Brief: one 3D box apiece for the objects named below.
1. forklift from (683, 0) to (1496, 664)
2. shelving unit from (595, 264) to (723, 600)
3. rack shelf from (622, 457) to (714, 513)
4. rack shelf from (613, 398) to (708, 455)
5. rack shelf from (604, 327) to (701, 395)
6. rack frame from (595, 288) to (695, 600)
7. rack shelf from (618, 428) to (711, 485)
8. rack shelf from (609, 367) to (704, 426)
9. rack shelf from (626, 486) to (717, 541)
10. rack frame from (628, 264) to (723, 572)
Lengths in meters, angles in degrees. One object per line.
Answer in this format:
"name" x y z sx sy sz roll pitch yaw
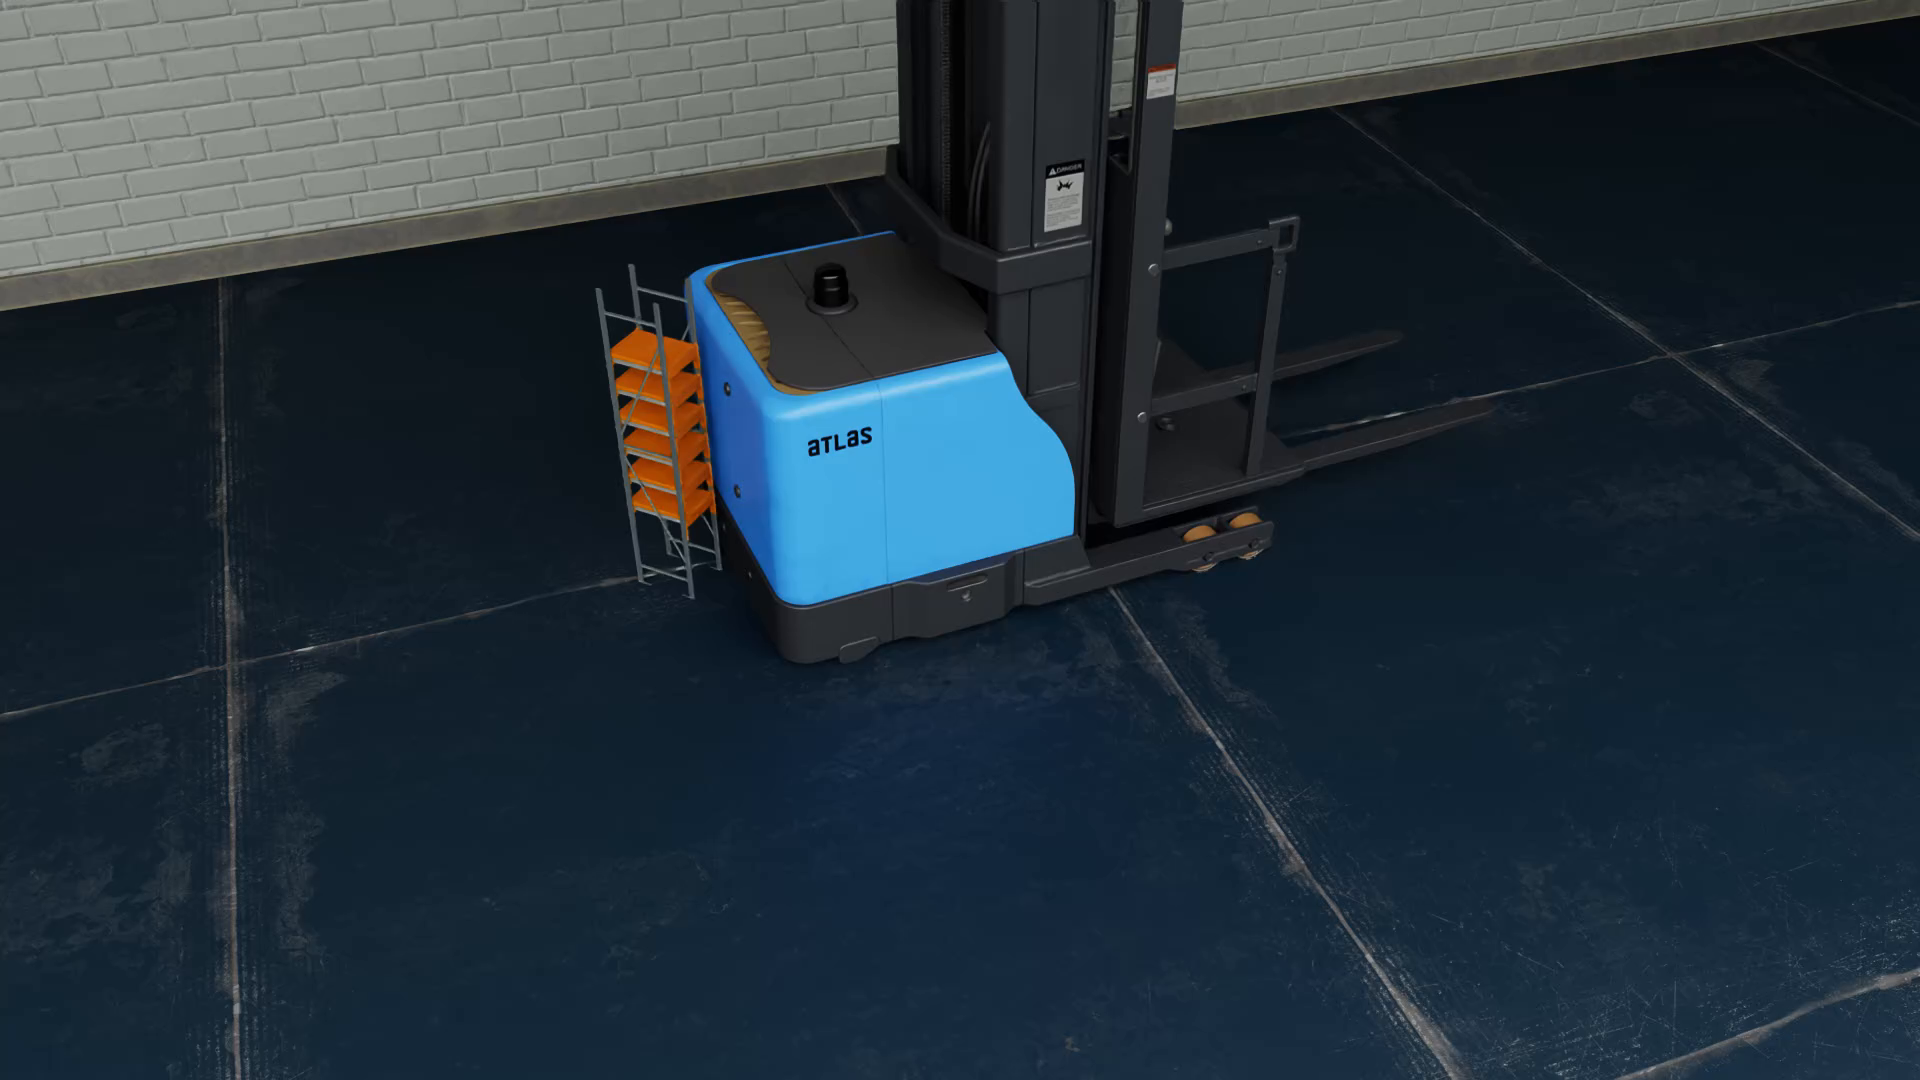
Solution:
"forklift" 0.602 -1.332 5.583 3.031 2.935 1.130 -15 39 -19
"shelving unit" -1.019 -0.345 5.711 0.258 1.200 0.189 16 40 20
"rack shelf" -1.019 -0.214 5.810 0.258 0.103 0.180 16 40 20
"rack shelf" -1.019 -0.406 5.666 0.258 0.103 0.180 16 40 20
"rack shelf" -1.019 -0.597 5.521 0.258 0.103 0.180 16 40 20
"rack frame" -1.059 -0.296 5.645 0.240 1.200 0.006 16 40 20
"rack shelf" -1.019 -0.310 5.738 0.258 0.103 0.180 16 40 20
"rack shelf" -1.019 -0.502 5.594 0.258 0.103 0.180 16 40 20
"rack shelf" -1.019 -0.118 5.882 0.258 0.103 0.180 16 40 20
"rack frame" -0.979 -0.395 5.777 0.240 1.200 0.006 16 40 20
